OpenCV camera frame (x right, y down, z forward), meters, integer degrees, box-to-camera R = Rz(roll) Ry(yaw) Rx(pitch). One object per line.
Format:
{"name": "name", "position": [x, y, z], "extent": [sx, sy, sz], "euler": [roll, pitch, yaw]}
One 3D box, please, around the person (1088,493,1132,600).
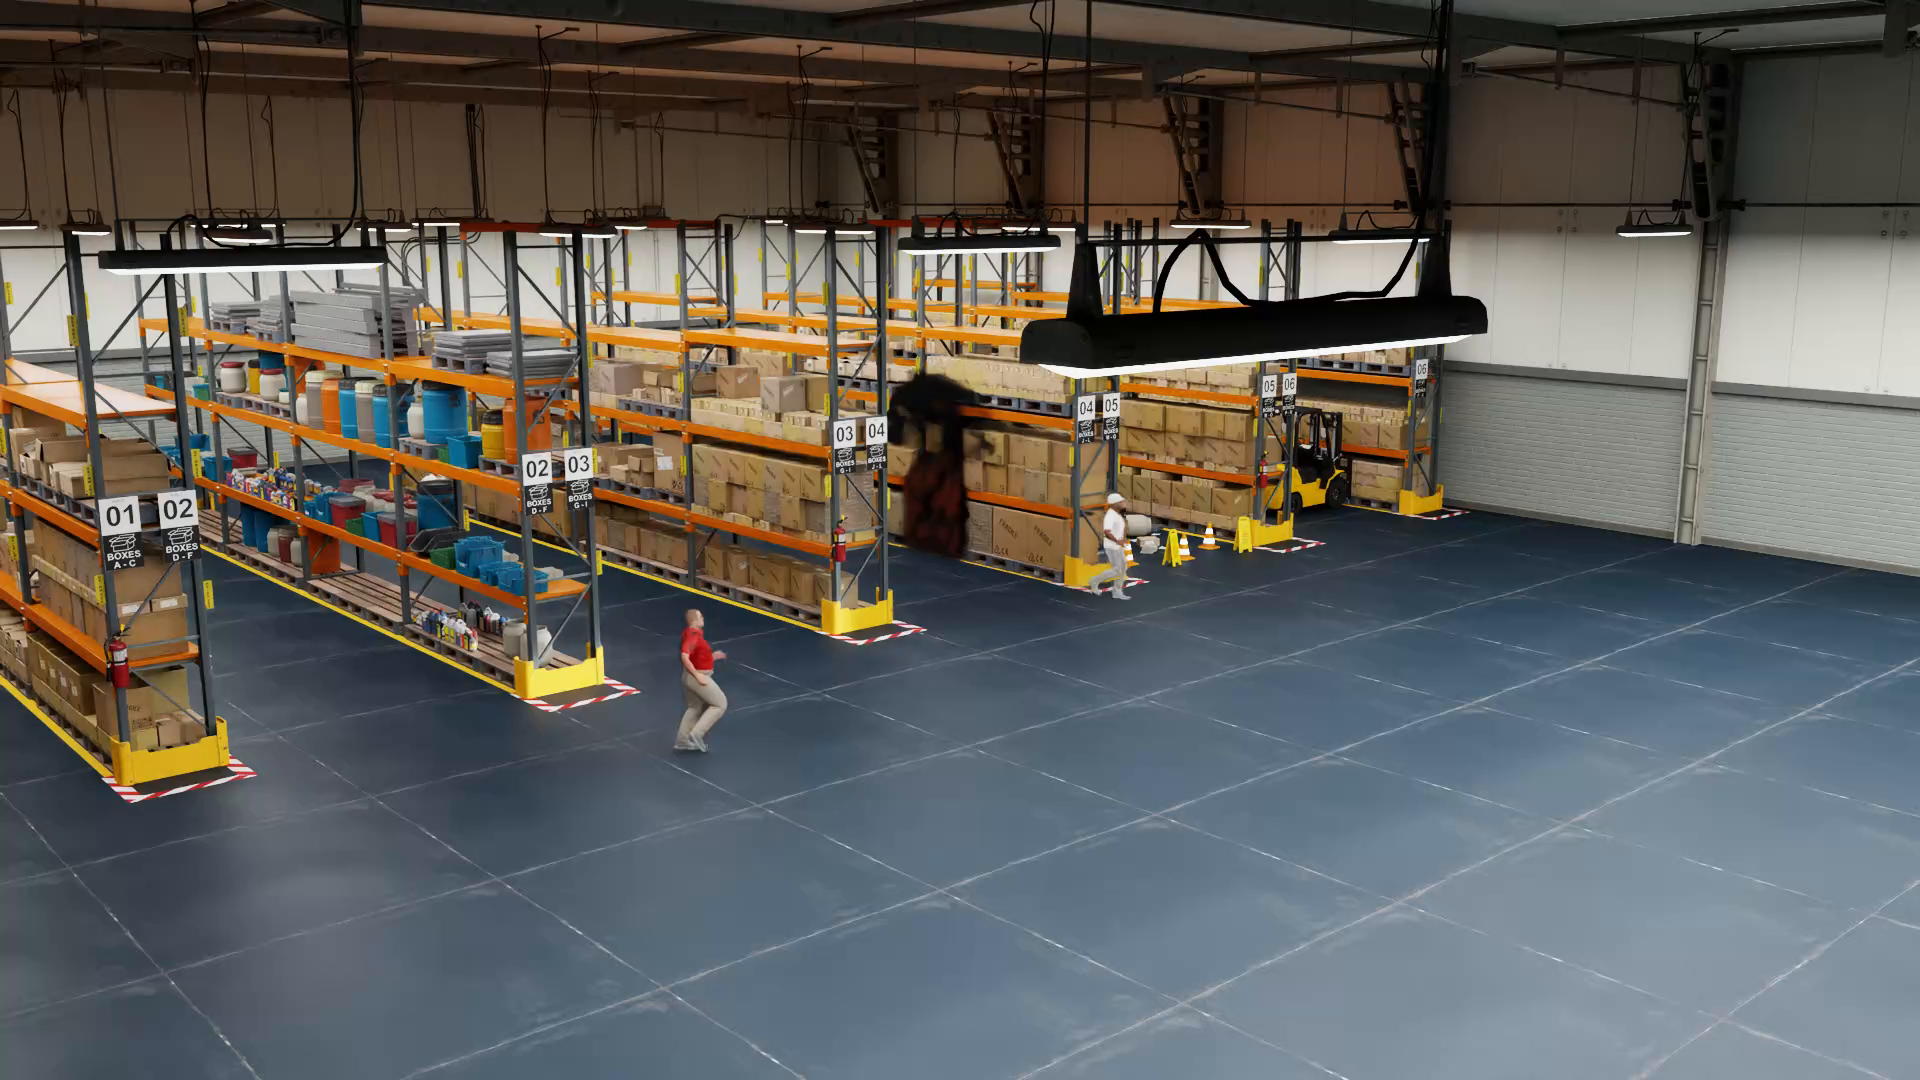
{"name": "person", "position": [2.447, 0.105, 26.984], "extent": [0.710, 1.753, 0.726], "euler": [2, 12, 10]}

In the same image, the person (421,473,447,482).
{"name": "person", "position": [-9.510, -0.566, 30.267], "extent": [0.918, 1.764, 0.712], "euler": [8, 14, 35]}

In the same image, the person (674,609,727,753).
{"name": "person", "position": [-3.025, 1.641, 19.440], "extent": [0.667, 1.702, 0.645], "euler": [-5, 13, -25]}
